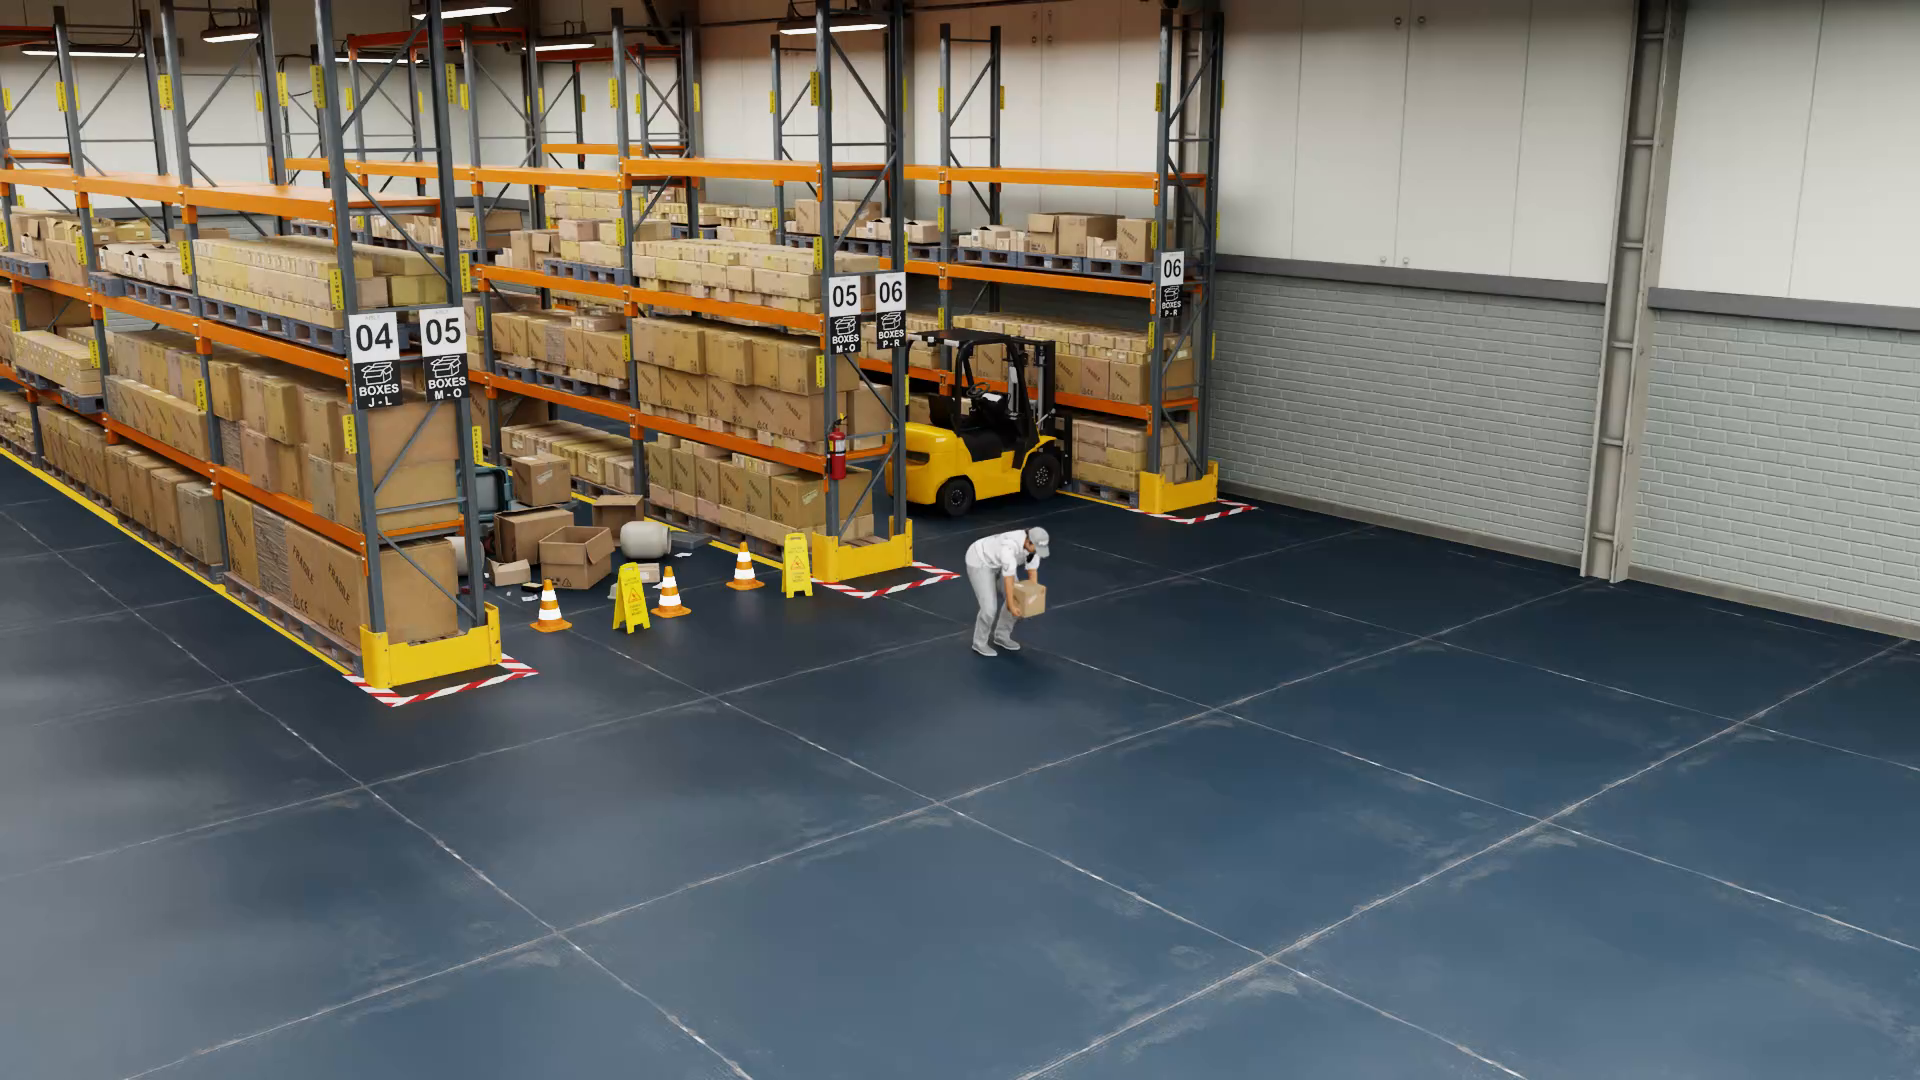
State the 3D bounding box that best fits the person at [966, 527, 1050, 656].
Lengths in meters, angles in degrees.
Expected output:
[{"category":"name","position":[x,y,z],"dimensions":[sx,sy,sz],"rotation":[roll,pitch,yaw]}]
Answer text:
[{"category":"person","position":[0.446,0.441,15.102],"dimensions":[0.474,1.258,0.892],"rotation":[-13,19,-41]}]
